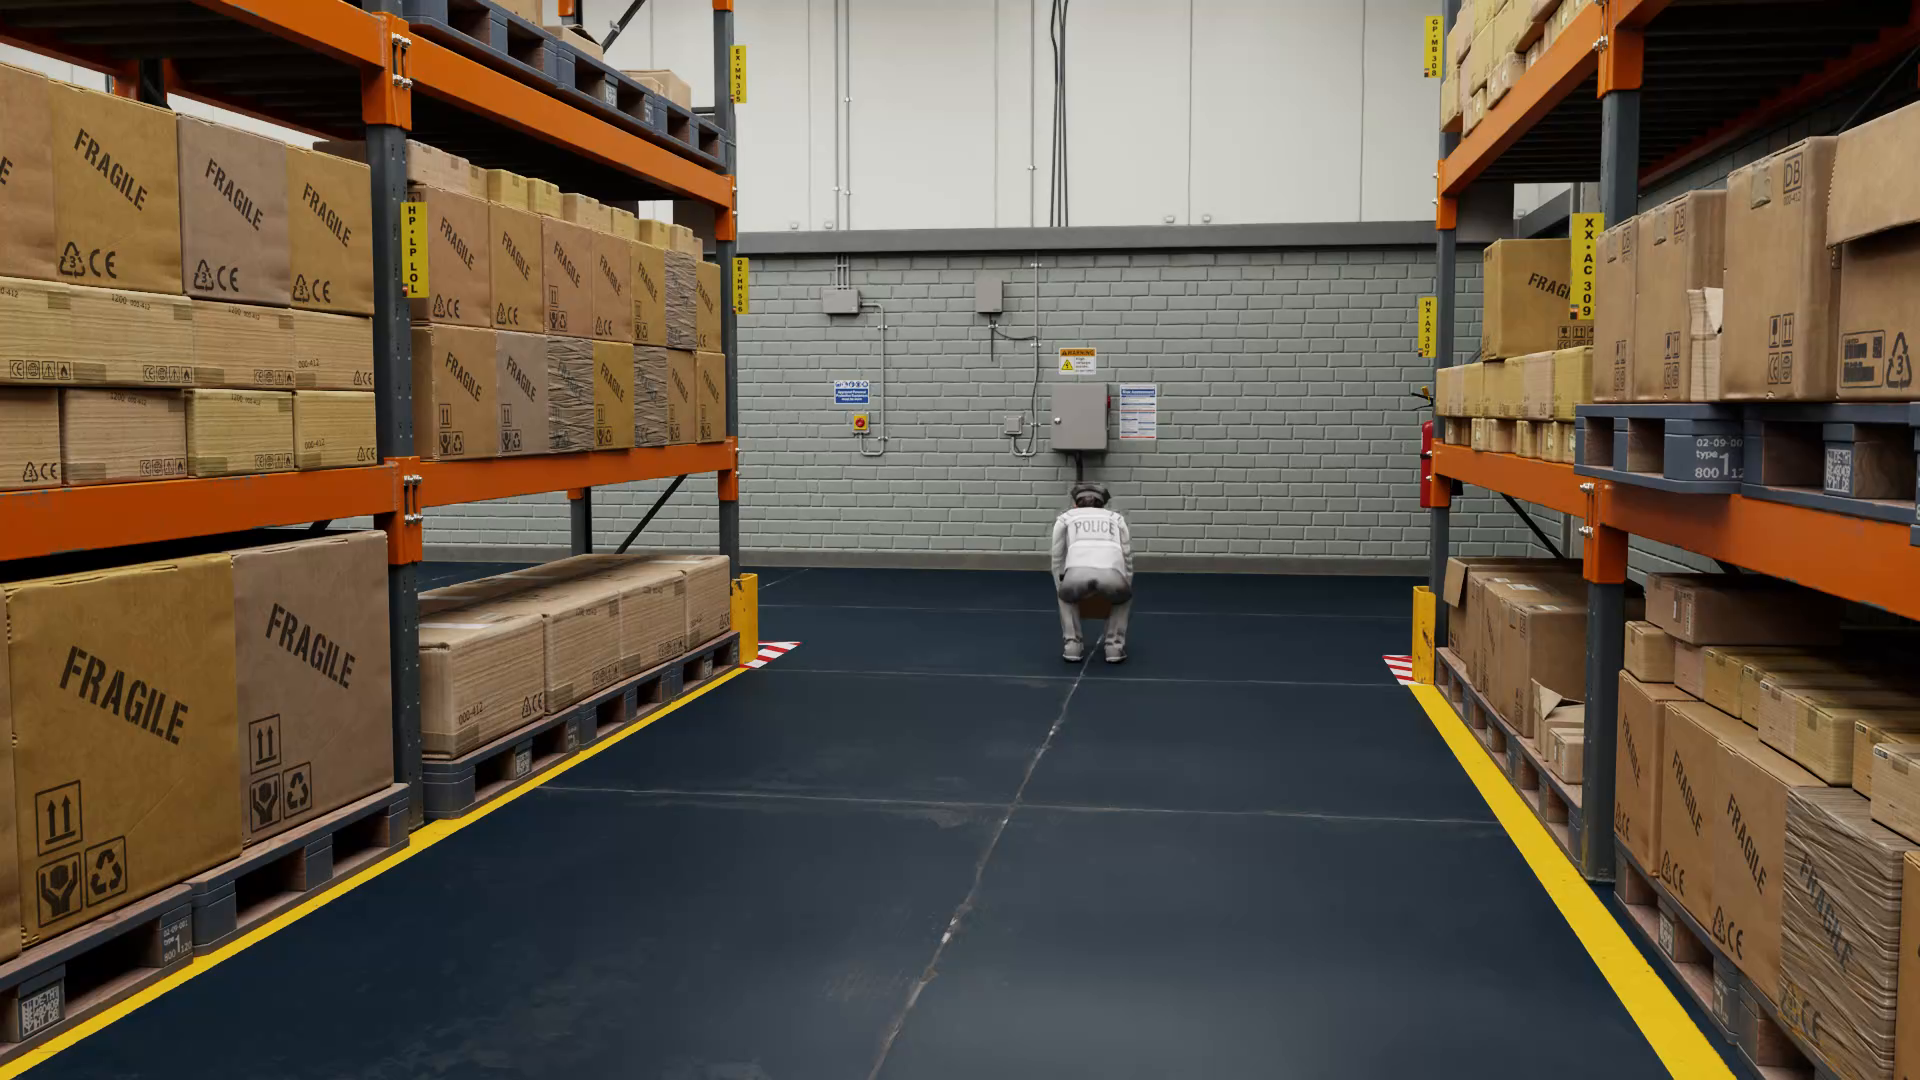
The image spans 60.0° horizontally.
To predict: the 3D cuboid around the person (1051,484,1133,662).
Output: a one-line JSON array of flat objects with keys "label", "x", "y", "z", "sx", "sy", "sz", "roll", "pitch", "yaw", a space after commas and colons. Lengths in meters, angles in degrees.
[{"label": "person", "x": 0.781, "y": 0.193, "z": 9.957, "sx": 0.501, "sy": 1.036, "sz": 0.820, "roll": 1, "pitch": 5, "yaw": 8}]
